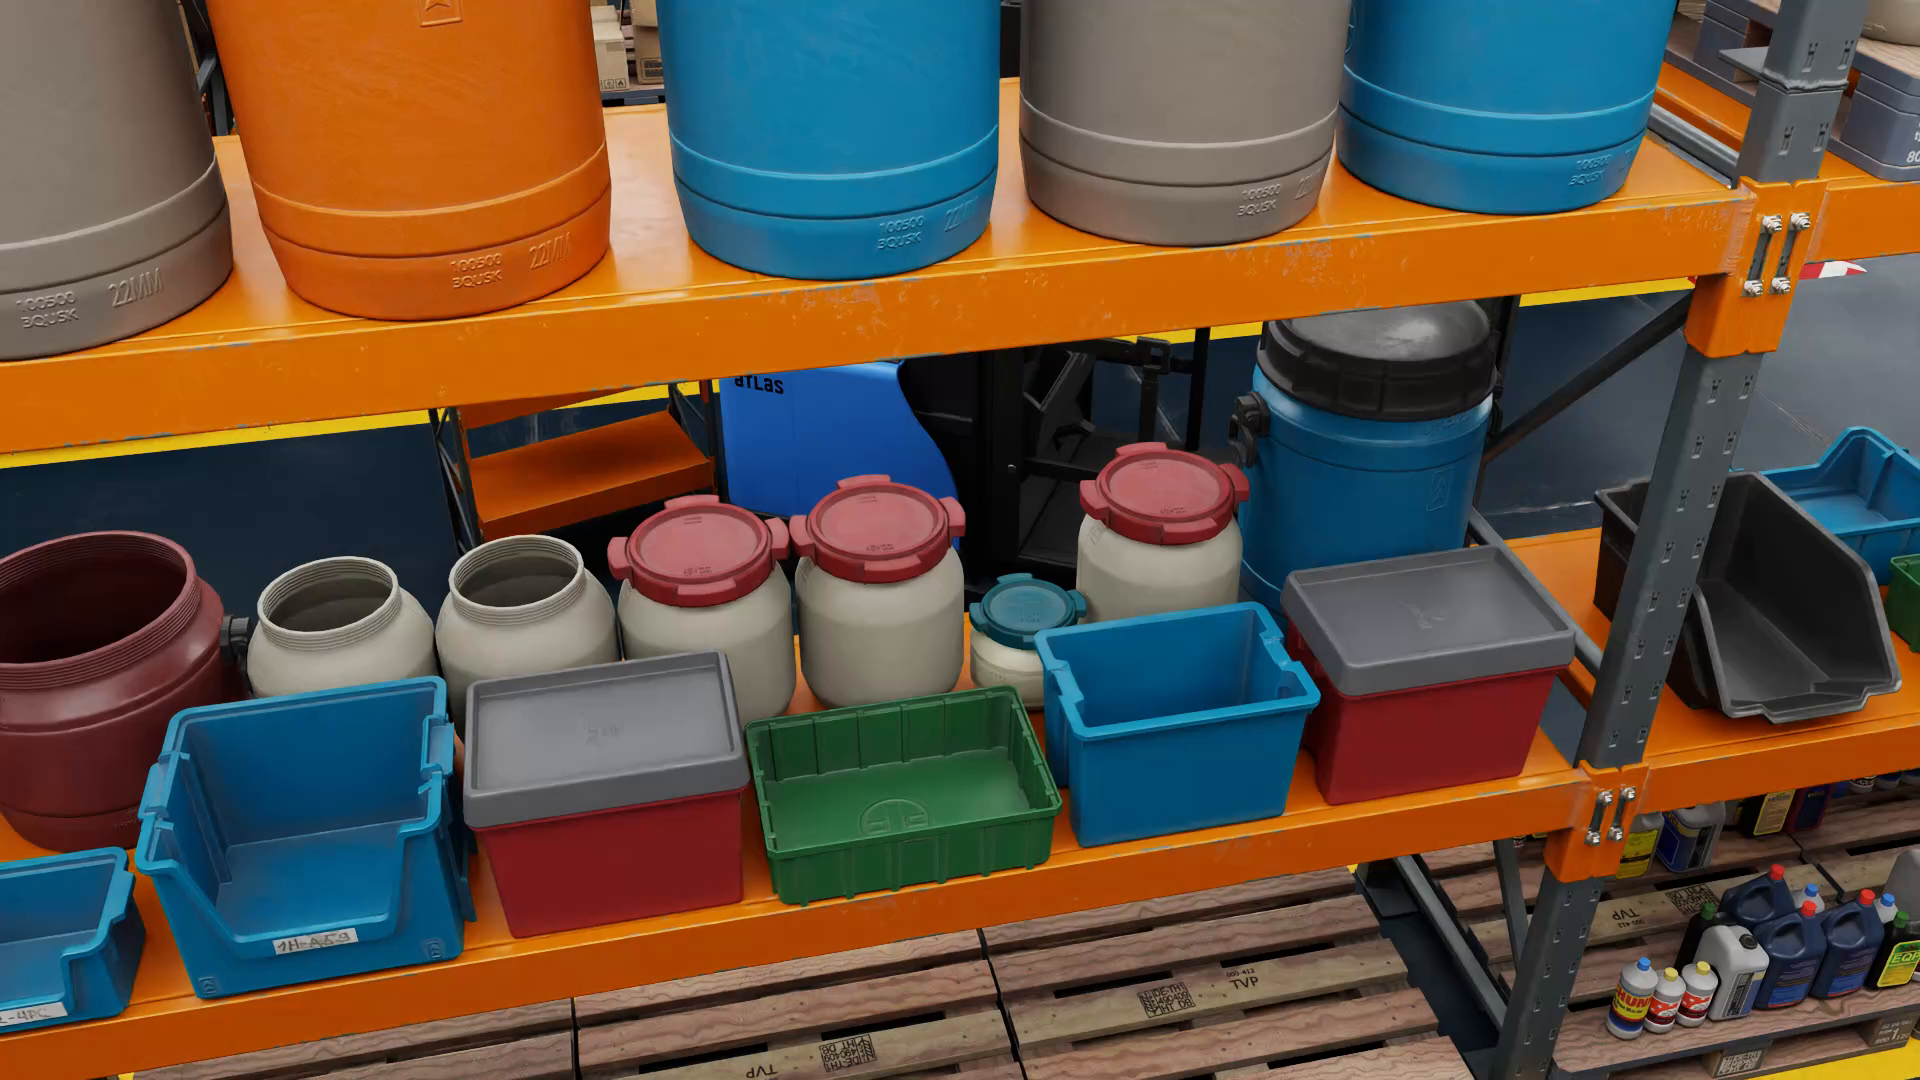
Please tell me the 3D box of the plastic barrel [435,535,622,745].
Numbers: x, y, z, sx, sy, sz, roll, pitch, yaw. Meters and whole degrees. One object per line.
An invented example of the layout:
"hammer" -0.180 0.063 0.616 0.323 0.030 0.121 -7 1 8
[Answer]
"plastic barrel" -1.038 0.285 4.033 0.421 0.512 0.421 0 34 0

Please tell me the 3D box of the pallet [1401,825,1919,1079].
"pallet" 2.161 1.232 5.224 1.213 0.211 1.003 -7 35 -11

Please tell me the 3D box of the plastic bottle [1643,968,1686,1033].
"plastic bottle" 2.003 1.300 4.737 0.097 0.201 0.097 0 34 0

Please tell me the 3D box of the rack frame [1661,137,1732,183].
"rack frame" 4.305 -3.049 9.102 0.127 3.000 1.000 -7 35 -11

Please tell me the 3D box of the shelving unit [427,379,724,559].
"shelving unit" -1.587 -0.425 6.874 1.048 1.125 0.538 -17 38 -24

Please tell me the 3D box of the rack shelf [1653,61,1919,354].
"rack shelf" 3.447 -1.058 4.089 4.000 0.370 1.077 -7 35 -11

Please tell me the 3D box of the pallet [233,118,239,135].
"pallet" -2.826 -2.132 7.907 1.003 0.211 1.213 -7 35 -11

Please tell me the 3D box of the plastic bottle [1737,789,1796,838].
"plastic bottle" 2.611 0.833 5.360 0.133 0.283 0.061 -7 35 -11

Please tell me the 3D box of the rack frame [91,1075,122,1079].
"rack frame" -2.406 0.624 3.628 0.053 2.616 0.949 -7 35 -11

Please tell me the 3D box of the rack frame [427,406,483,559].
"rack frame" -2.031 -0.288 6.669 0.032 1.125 0.500 -17 38 -24

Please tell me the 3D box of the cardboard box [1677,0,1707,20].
"cardboard box" 3.763 -3.162 8.913 0.500 0.500 0.875 -7 35 -11

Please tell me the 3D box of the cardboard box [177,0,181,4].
"cardboard box" -5.593 -3.927 11.604 0.500 0.250 0.500 -7 34 -10

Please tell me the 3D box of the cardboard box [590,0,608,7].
"cardboard box" -3.027 -4.150 12.384 0.750 0.750 1.050 -7 34 -10

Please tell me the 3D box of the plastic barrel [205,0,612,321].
"plastic barrel" -0.918 -0.861 2.764 0.708 0.830 0.600 -7 35 -11

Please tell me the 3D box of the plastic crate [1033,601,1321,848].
"plastic crate" 0.489 0.446 3.908 0.575 0.384 0.392 -7 35 -11

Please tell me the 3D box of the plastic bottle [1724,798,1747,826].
"plastic bottle" 2.563 0.752 5.419 0.185 0.351 0.144 -7 35 -11

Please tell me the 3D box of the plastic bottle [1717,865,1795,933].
"plastic bottle" 2.344 1.100 4.902 0.185 0.351 0.144 -7 35 -11

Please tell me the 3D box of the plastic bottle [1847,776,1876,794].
"plastic bottle" 3.032 0.742 5.569 0.097 0.201 0.097 0 34 0

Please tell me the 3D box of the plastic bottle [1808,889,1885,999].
"plastic bottle" 2.560 1.155 4.820 0.185 0.351 0.144 -9 35 -13

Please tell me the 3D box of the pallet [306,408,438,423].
"pallet" -2.735 -1.003 8.556 1.213 0.211 1.003 -7 35 -11

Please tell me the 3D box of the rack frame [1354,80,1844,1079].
"rack frame" 1.497 0.134 4.358 0.127 3.000 1.000 -7 35 -11

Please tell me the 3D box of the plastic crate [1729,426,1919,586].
"plastic crate" 2.516 -0.088 4.822 0.616 0.251 0.499 -7 35 -11

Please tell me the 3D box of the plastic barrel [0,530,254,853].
"plastic barrel" -2.019 0.348 3.918 0.708 0.536 0.600 -7 35 -11

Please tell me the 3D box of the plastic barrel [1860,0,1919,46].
"plastic barrel" 1.960 -1.278 3.294 0.421 0.512 0.421 0 34 0

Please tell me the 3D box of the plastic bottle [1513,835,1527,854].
"plastic bottle" 1.782 0.900 5.334 0.097 0.201 0.097 0 34 0

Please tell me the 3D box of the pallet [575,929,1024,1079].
"pallet" -0.453 1.562 4.733 1.213 0.211 1.003 -7 35 -11

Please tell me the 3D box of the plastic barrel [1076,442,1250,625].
"plastic barrel" 0.515 0.076 4.322 0.433 0.535 0.433 0 34 0

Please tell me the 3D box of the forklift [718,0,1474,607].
"forklift" 0.593 -1.102 6.263 3.031 2.935 1.130 11 35 16

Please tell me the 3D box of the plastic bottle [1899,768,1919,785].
"plastic bottle" 3.227 0.688 5.586 0.097 0.271 0.097 0 34 0

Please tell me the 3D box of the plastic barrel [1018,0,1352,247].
"plastic barrel" 0.410 -1.059 2.994 0.600 0.901 0.600 0 34 0

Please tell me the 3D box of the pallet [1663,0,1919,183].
"pallet" 2.179 -1.175 3.786 1.003 0.211 1.213 -7 35 -11

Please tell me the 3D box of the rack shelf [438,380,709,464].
"rack shelf" -1.587 -0.668 6.711 1.000 0.278 0.538 -17 38 -24

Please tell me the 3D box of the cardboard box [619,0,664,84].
"cardboard box" -1.267 -2.512 7.831 0.637 0.503 0.797 -4 34 -6

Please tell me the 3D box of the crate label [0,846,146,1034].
"crate label" -1.911 0.847 3.445 0.416 0.233 0.303 -7 35 -11

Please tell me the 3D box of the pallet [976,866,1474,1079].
"pallet" 0.739 1.410 4.960 1.213 0.211 1.003 -7 35 -11

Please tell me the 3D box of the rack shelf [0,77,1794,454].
"rack shelf" -0.454 -0.567 3.356 4.000 0.370 1.077 -7 35 -11

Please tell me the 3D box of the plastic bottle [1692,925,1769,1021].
"plastic bottle" 2.213 1.227 4.779 0.135 0.276 0.152 -6 34 -9

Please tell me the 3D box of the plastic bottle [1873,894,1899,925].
"plastic bottle" 2.695 1.149 4.899 0.097 0.271 0.097 0 34 0

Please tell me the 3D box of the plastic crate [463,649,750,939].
"plastic crate" -0.761 0.567 3.656 0.583 0.464 0.402 -7 35 -11

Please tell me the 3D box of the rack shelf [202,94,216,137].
"rack shelf" -5.448 -1.521 7.471 4.000 0.370 1.077 -7 35 -11

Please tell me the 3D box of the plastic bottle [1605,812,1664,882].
"plastic bottle" 2.093 0.894 5.208 0.185 0.351 0.144 -7 35 -11

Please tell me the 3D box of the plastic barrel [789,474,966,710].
"plastic barrel" -0.201 0.166 4.188 0.433 0.535 0.433 0 34 0

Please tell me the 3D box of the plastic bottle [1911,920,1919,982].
"plastic bottle" 2.841 1.195 4.894 0.097 0.201 0.097 0 34 0
